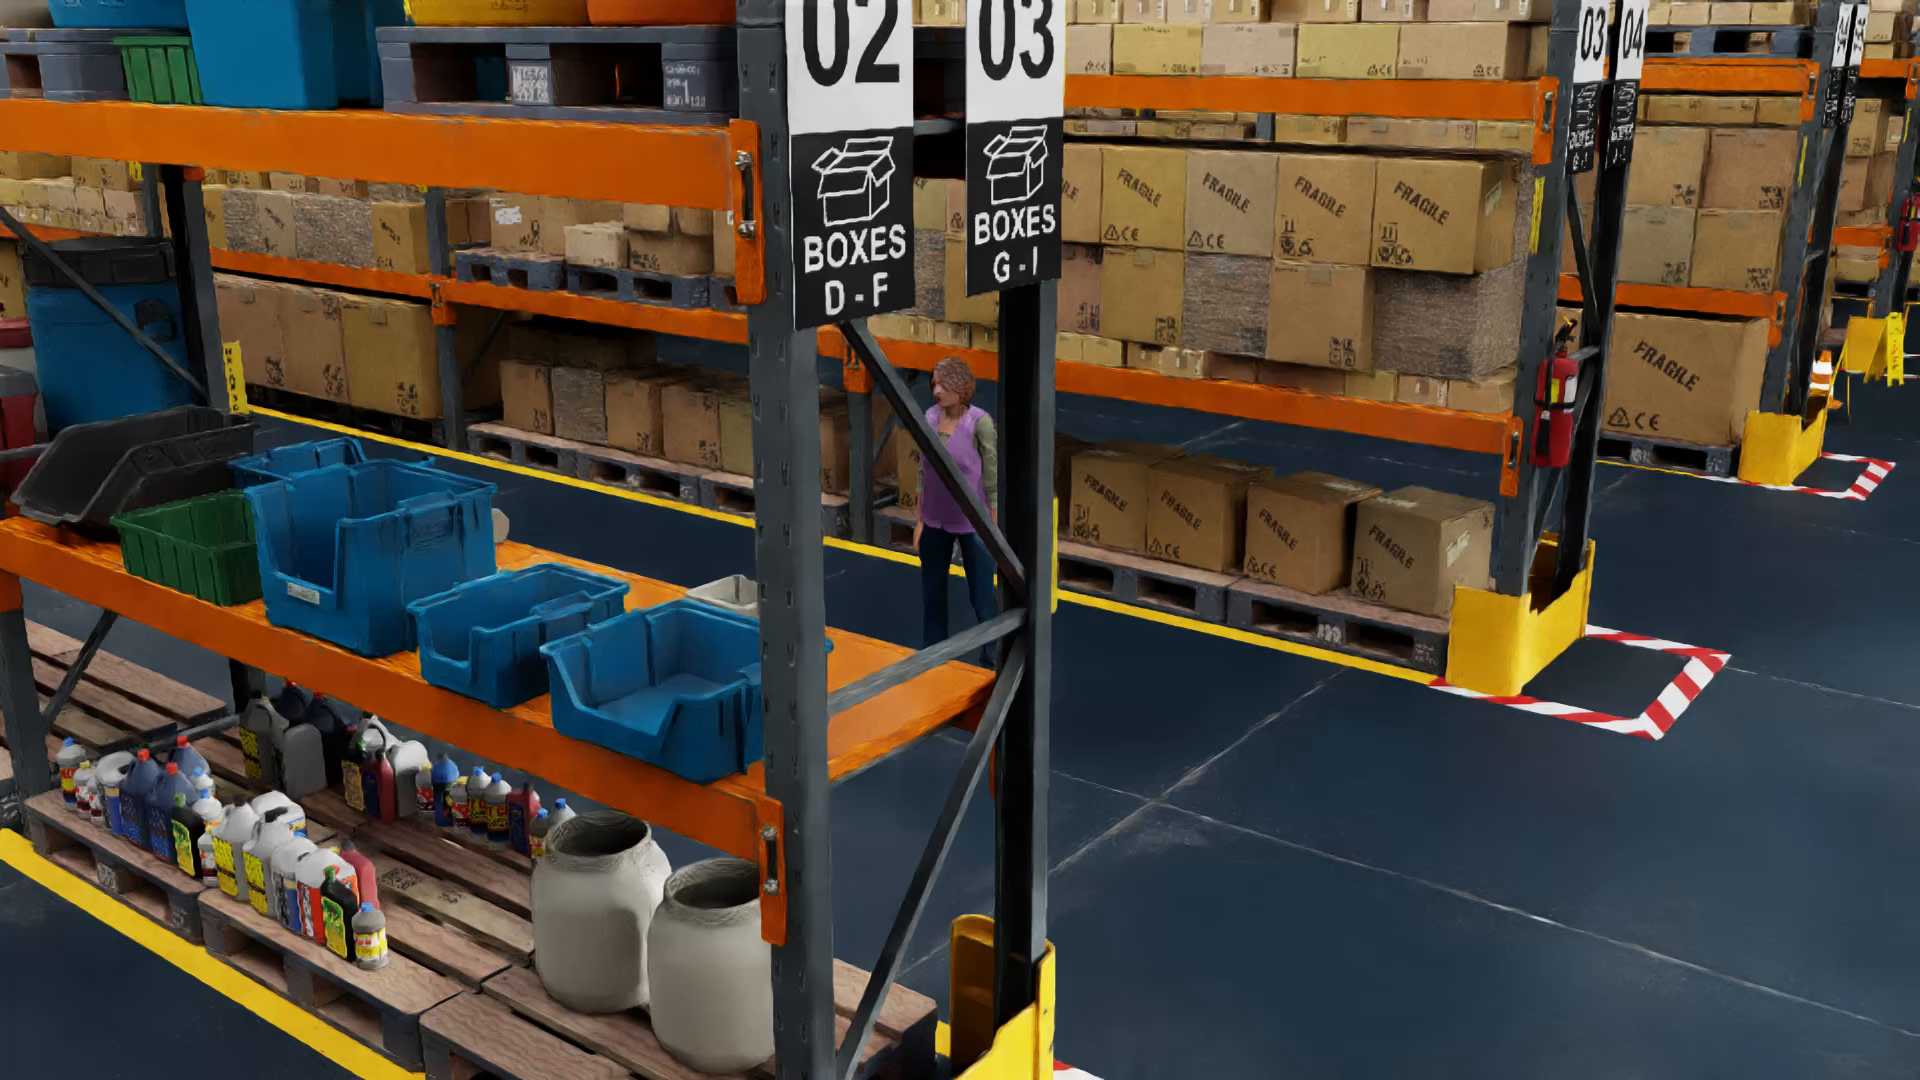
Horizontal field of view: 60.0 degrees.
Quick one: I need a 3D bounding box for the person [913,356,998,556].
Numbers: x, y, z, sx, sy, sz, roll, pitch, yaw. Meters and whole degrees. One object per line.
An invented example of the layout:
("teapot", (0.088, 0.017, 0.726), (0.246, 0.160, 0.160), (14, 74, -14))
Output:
("person", (-0.011, -0.057, 7.694), (0.427, 1.599, 0.343), (9, 19, 28))
